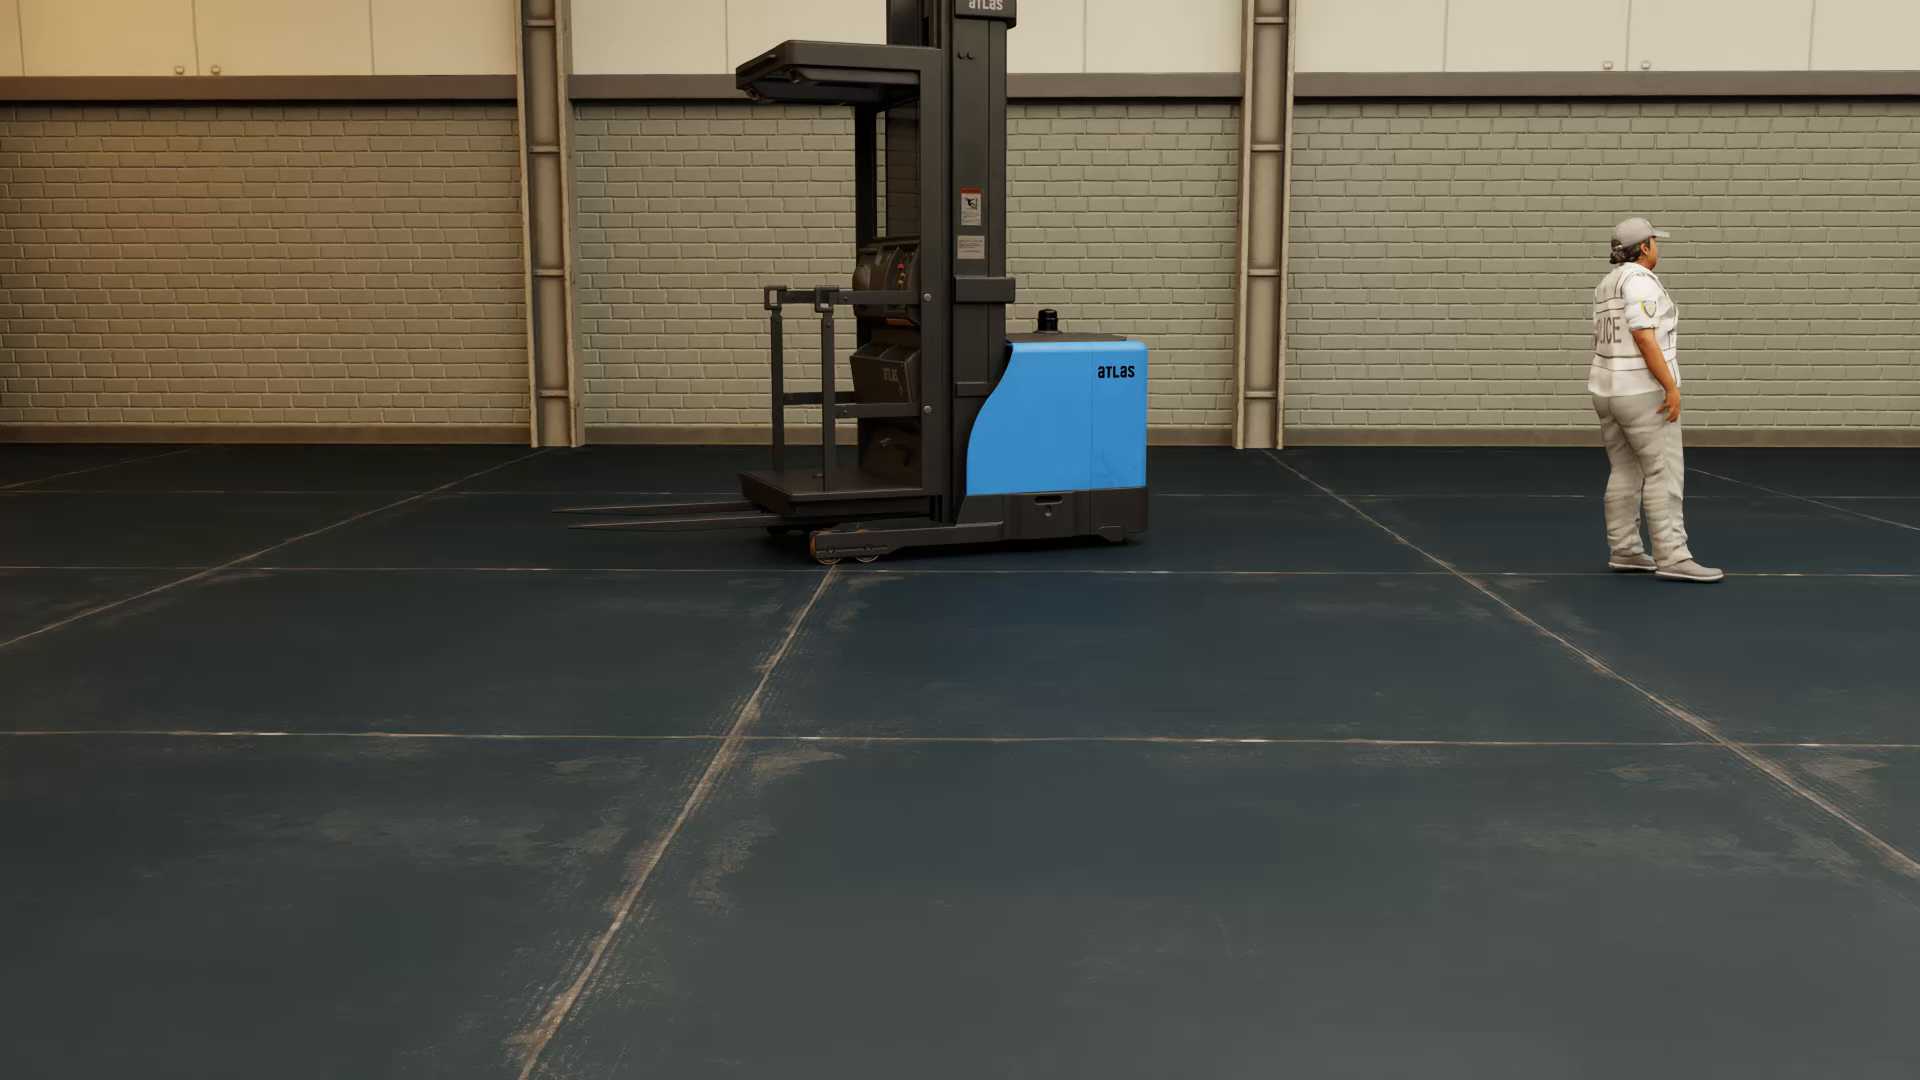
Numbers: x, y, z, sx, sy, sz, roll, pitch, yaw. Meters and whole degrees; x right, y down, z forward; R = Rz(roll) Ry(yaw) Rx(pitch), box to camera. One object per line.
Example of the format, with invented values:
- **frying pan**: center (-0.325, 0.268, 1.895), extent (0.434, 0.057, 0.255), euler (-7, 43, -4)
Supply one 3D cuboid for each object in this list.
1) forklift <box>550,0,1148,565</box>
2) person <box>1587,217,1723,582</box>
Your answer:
- **forklift**: center (-0.569, -1.416, 8.568), extent (3.031, 2.935, 1.130), euler (-3, 9, -20)
- **person**: center (3.269, -0.672, 7.838), extent (0.529, 1.670, 0.598), euler (-1, 9, -4)
